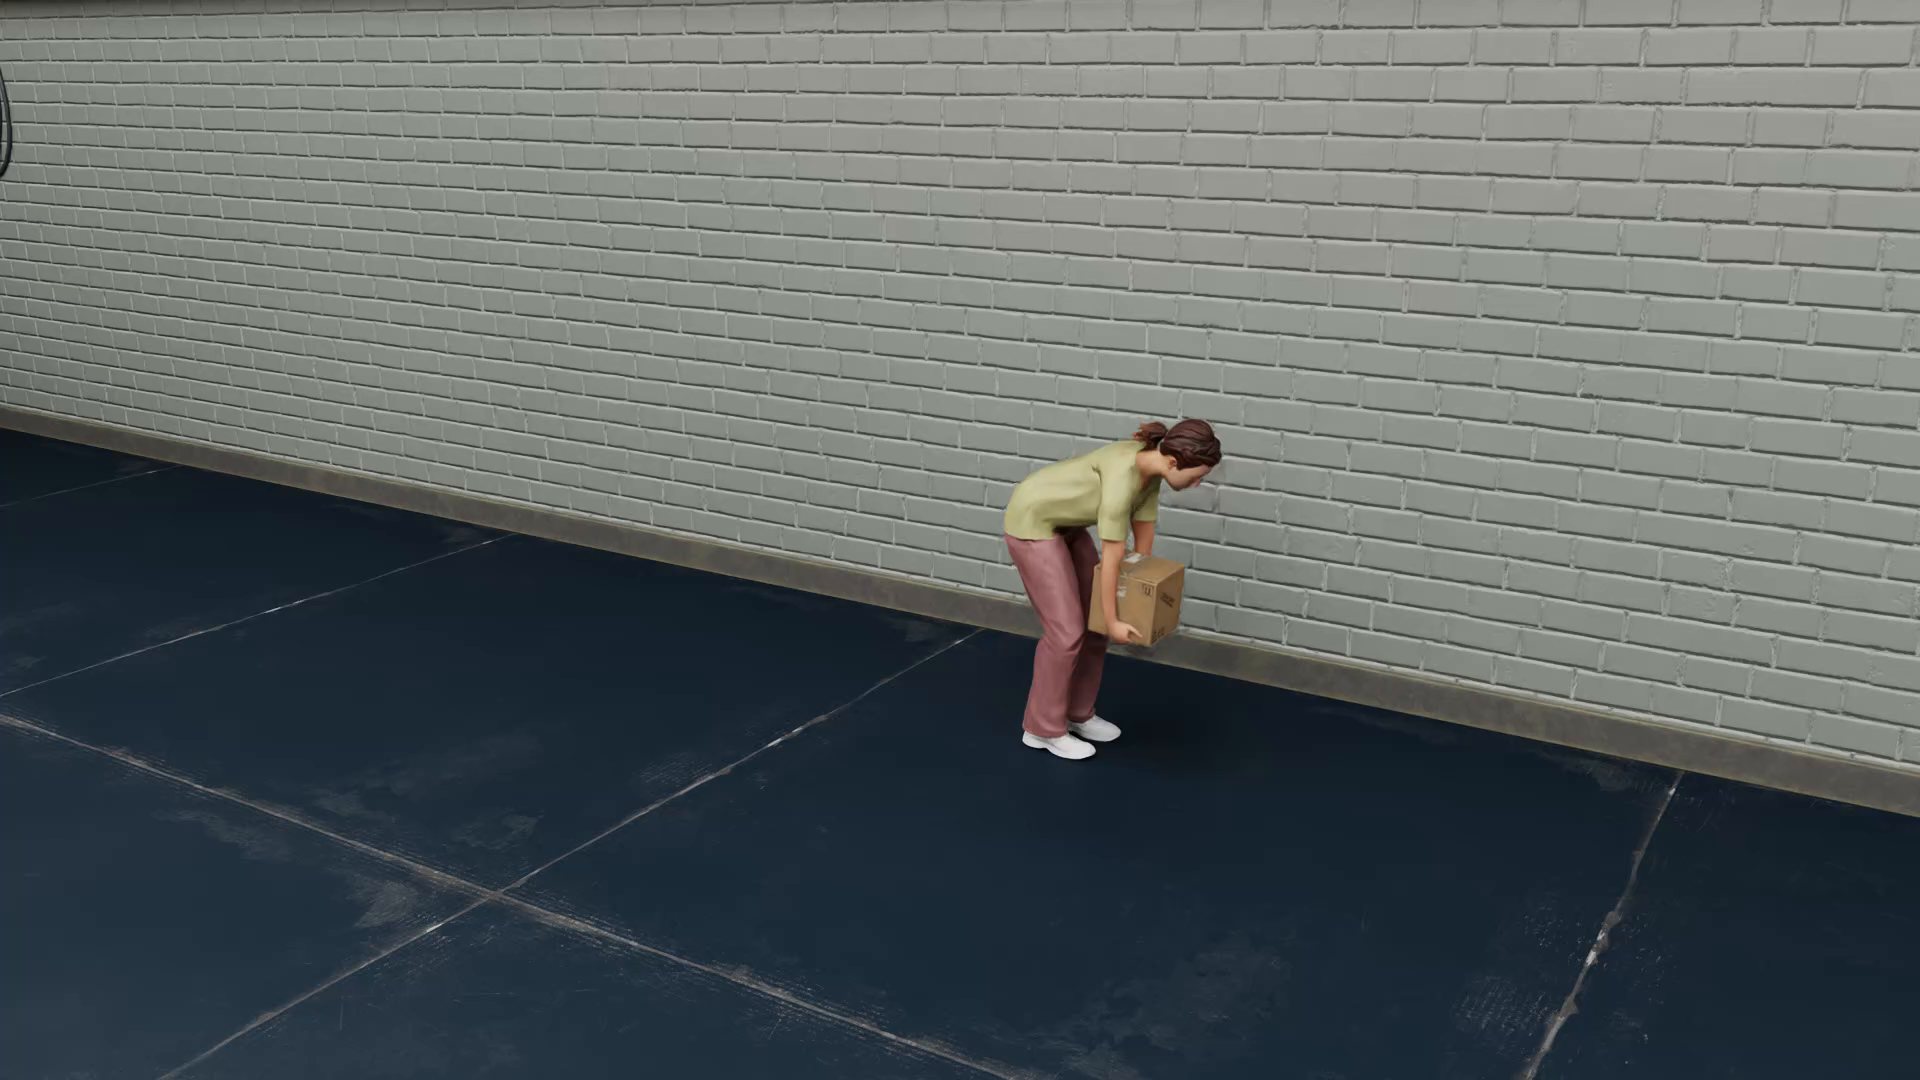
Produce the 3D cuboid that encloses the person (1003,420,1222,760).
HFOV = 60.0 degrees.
[{"bbox_3d":[0.552,0.169,6.117,0.813,1.310,0.398,9,19,29],"label":"person"}]
